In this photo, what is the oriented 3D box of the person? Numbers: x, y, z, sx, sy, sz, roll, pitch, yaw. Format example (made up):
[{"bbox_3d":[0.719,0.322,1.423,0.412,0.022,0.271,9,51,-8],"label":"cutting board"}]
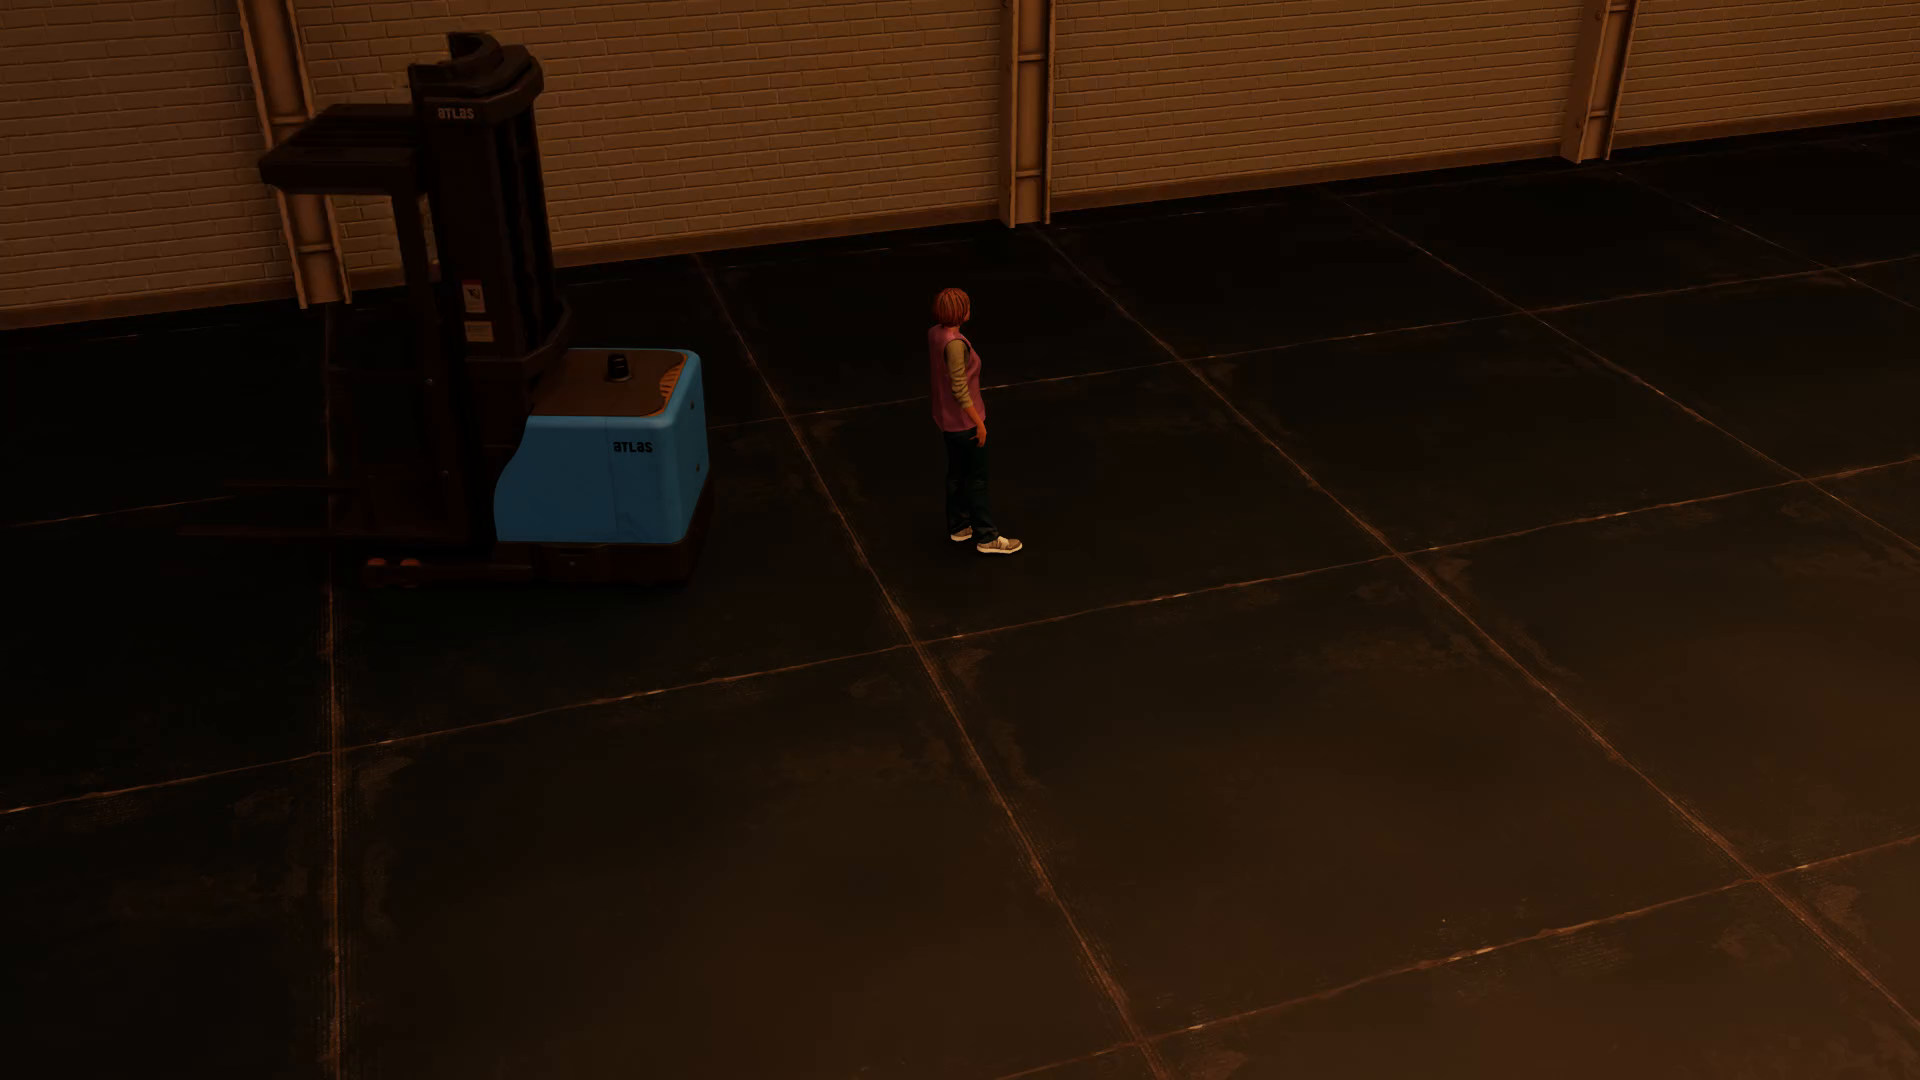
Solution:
[{"bbox_3d":[0.075,-0.704,9.634,0.473,1.599,0.521,-10,31,-16],"label":"person"}]

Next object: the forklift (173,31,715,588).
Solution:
[{"bbox_3d":[-3.048,-1.257,9.272,3.031,2.935,1.130,1,30,2],"label":"forklift"}]
